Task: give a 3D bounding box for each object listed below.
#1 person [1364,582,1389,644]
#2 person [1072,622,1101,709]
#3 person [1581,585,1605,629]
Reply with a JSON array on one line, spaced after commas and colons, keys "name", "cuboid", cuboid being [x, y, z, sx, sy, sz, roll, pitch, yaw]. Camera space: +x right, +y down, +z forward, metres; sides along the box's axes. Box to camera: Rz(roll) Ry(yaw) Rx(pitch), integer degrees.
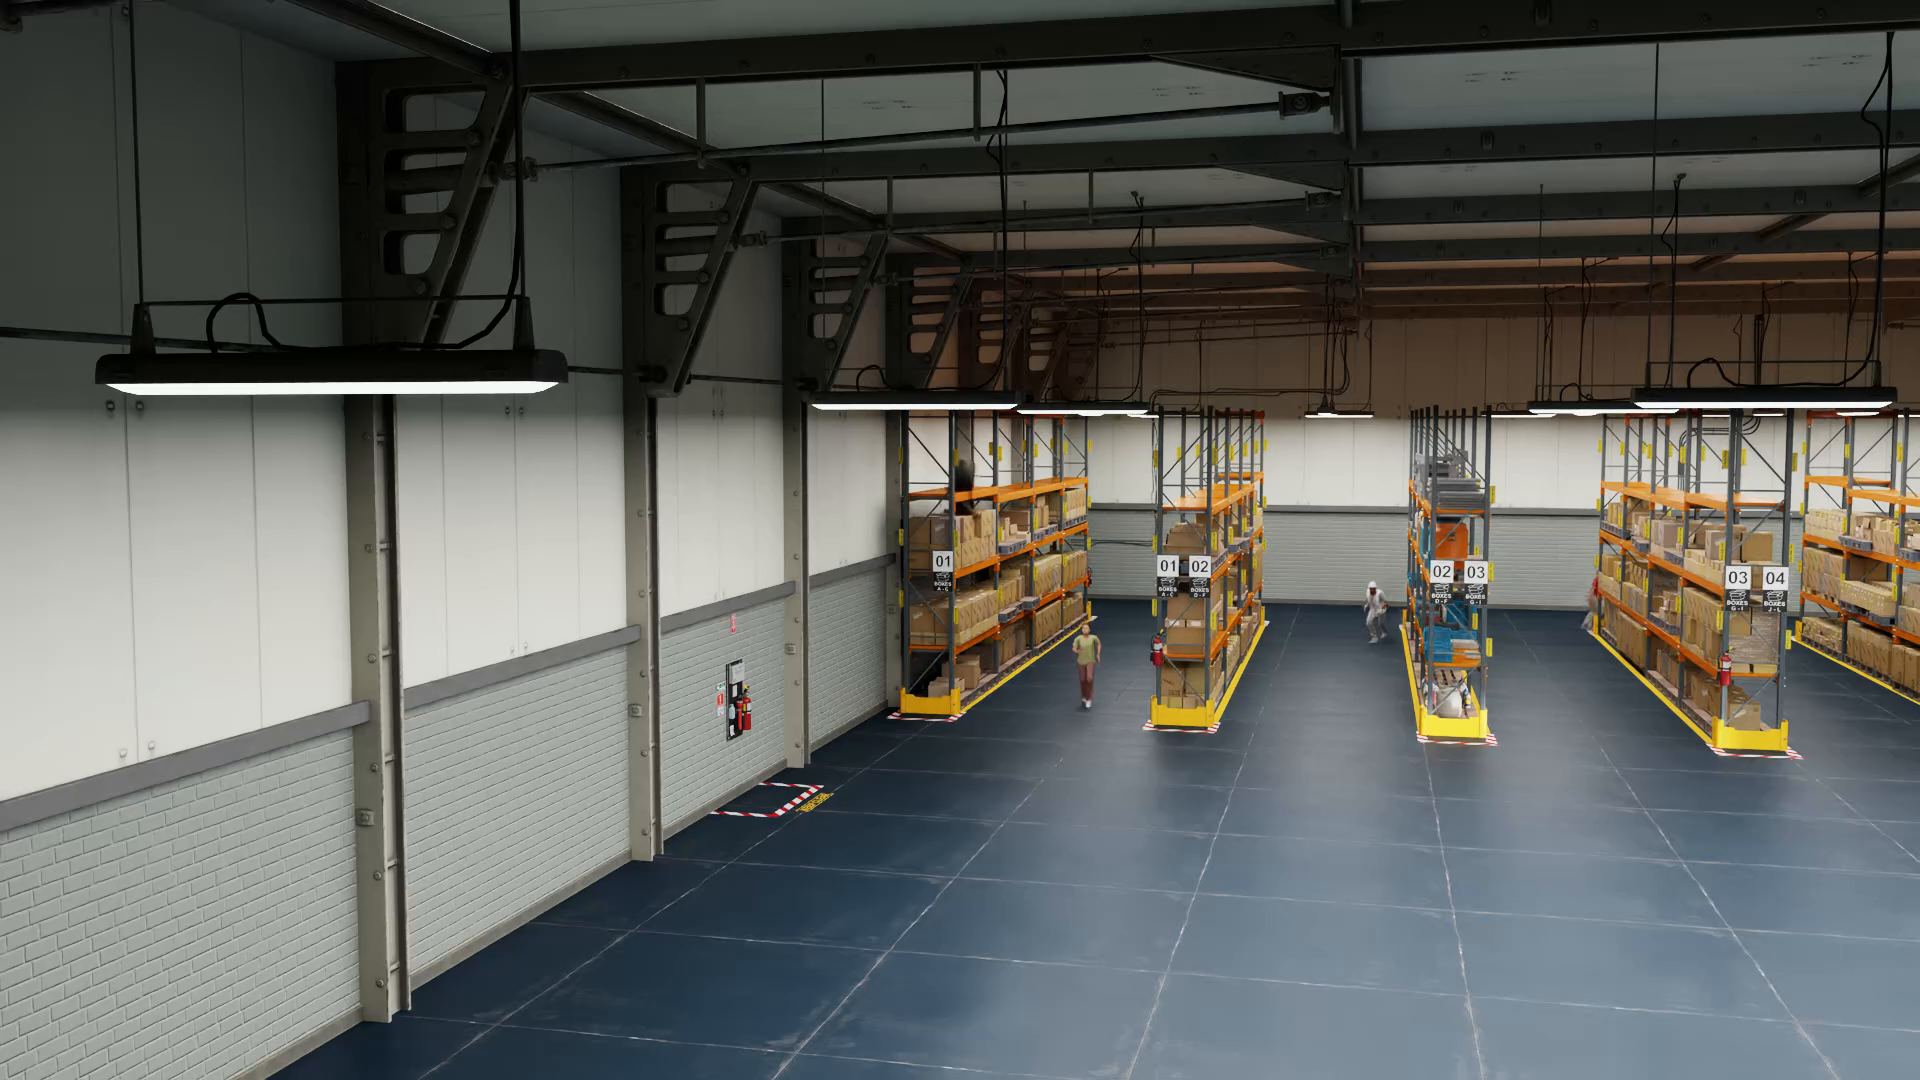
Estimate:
[{"name": "person", "cuboid": [10.813, 1.846, 42.861, 0.690, 1.616, 1.134, 4, 6, 43]}, {"name": "person", "cuboid": [2.530, 2.500, 33.319, 0.558, 1.714, 0.783, 1, 4, 8]}, {"name": "person", "cuboid": [17.458, 1.641, 45.595, 0.719, 1.674, 0.652, 0, 4, 7]}]
